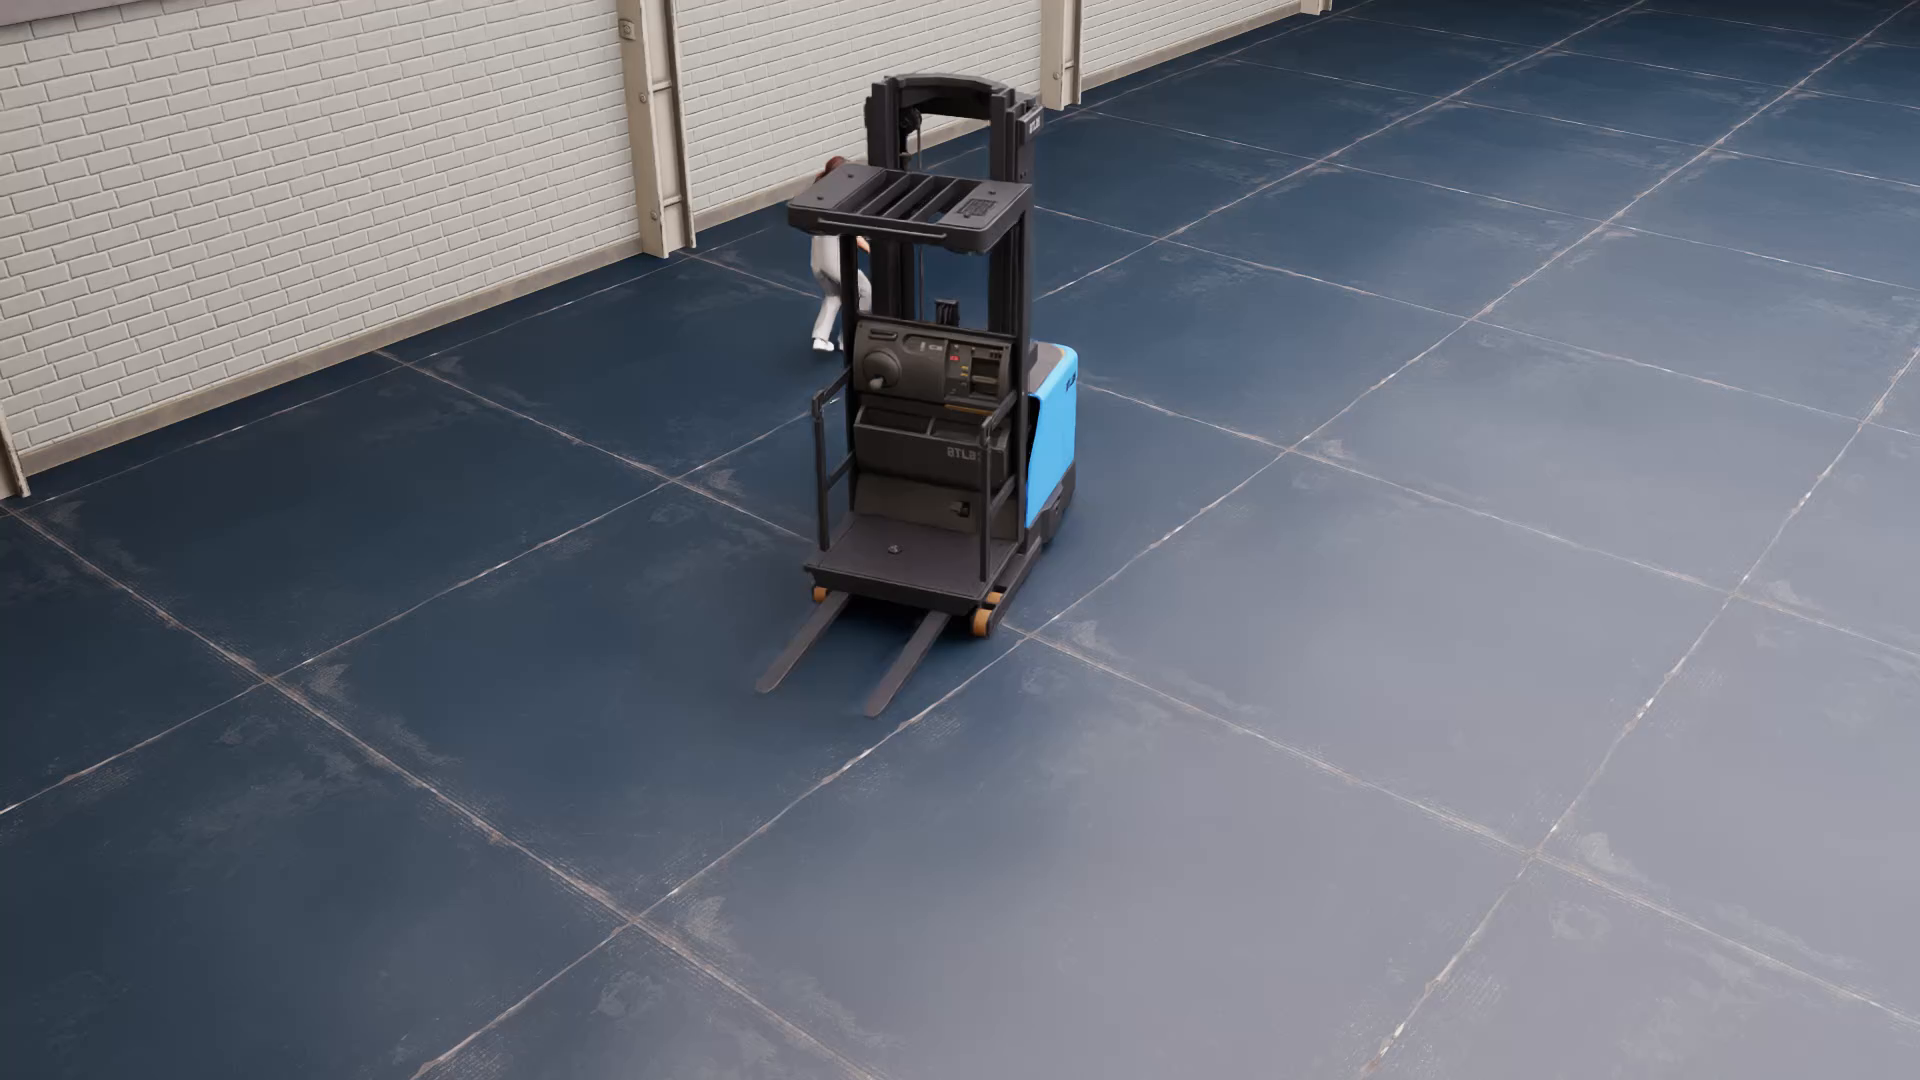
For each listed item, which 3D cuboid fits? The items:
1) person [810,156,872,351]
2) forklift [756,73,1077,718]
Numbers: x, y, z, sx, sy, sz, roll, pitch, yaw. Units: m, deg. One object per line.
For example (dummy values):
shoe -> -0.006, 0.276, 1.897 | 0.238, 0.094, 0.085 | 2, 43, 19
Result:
person -> -0.833, -2.135, 12.621 | 0.753, 1.551, 0.764 | 25, 39, 36
forklift -> -0.233, -0.941, 9.206 | 1.130, 2.935, 3.031 | 11, 32, 17
